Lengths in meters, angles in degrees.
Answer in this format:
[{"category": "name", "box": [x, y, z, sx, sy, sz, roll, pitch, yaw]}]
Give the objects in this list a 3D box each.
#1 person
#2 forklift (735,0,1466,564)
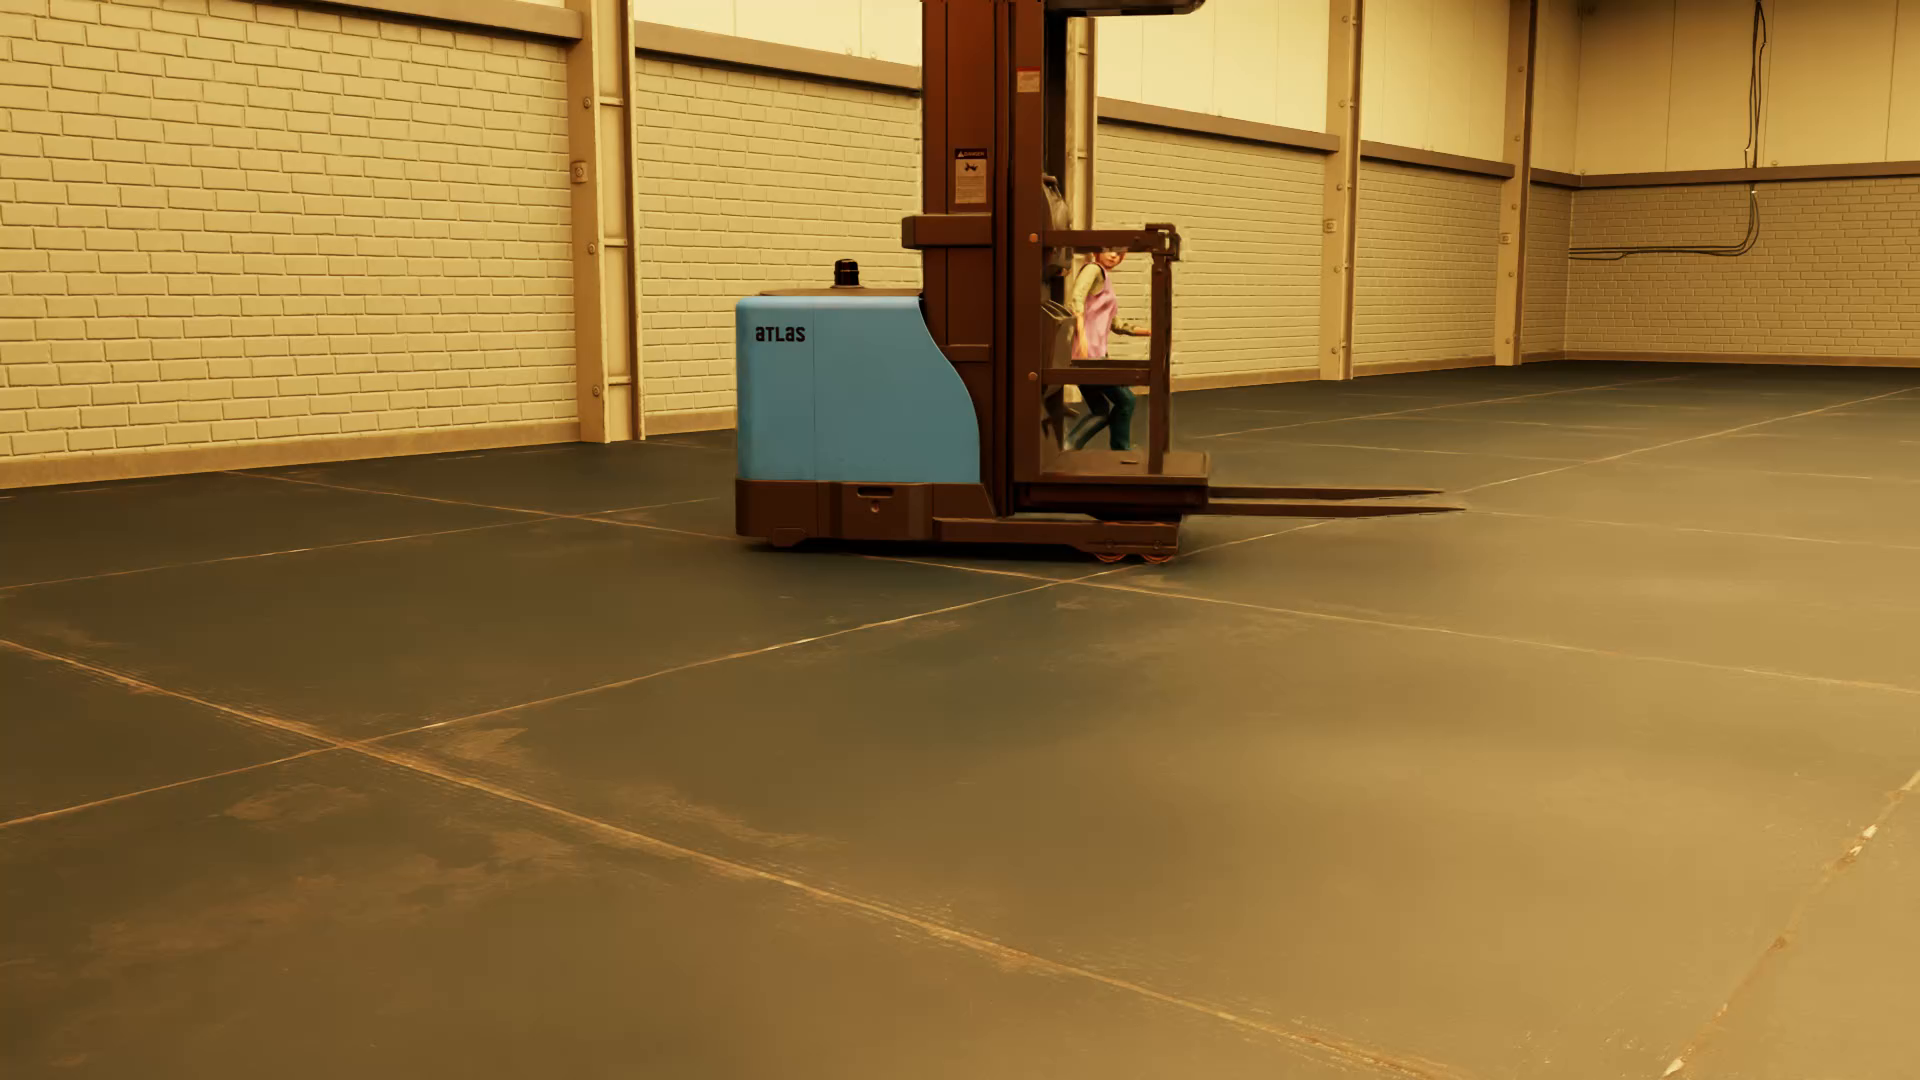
[{"category": "person", "box": [0.886, -1.011, 9.663, 0.743, 1.372, 0.656, -1, 8, -8]}, {"category": "forklift", "box": [0.604, -1.437, 7.104, 3.031, 2.935, 1.130, 1, 8, 8]}]
